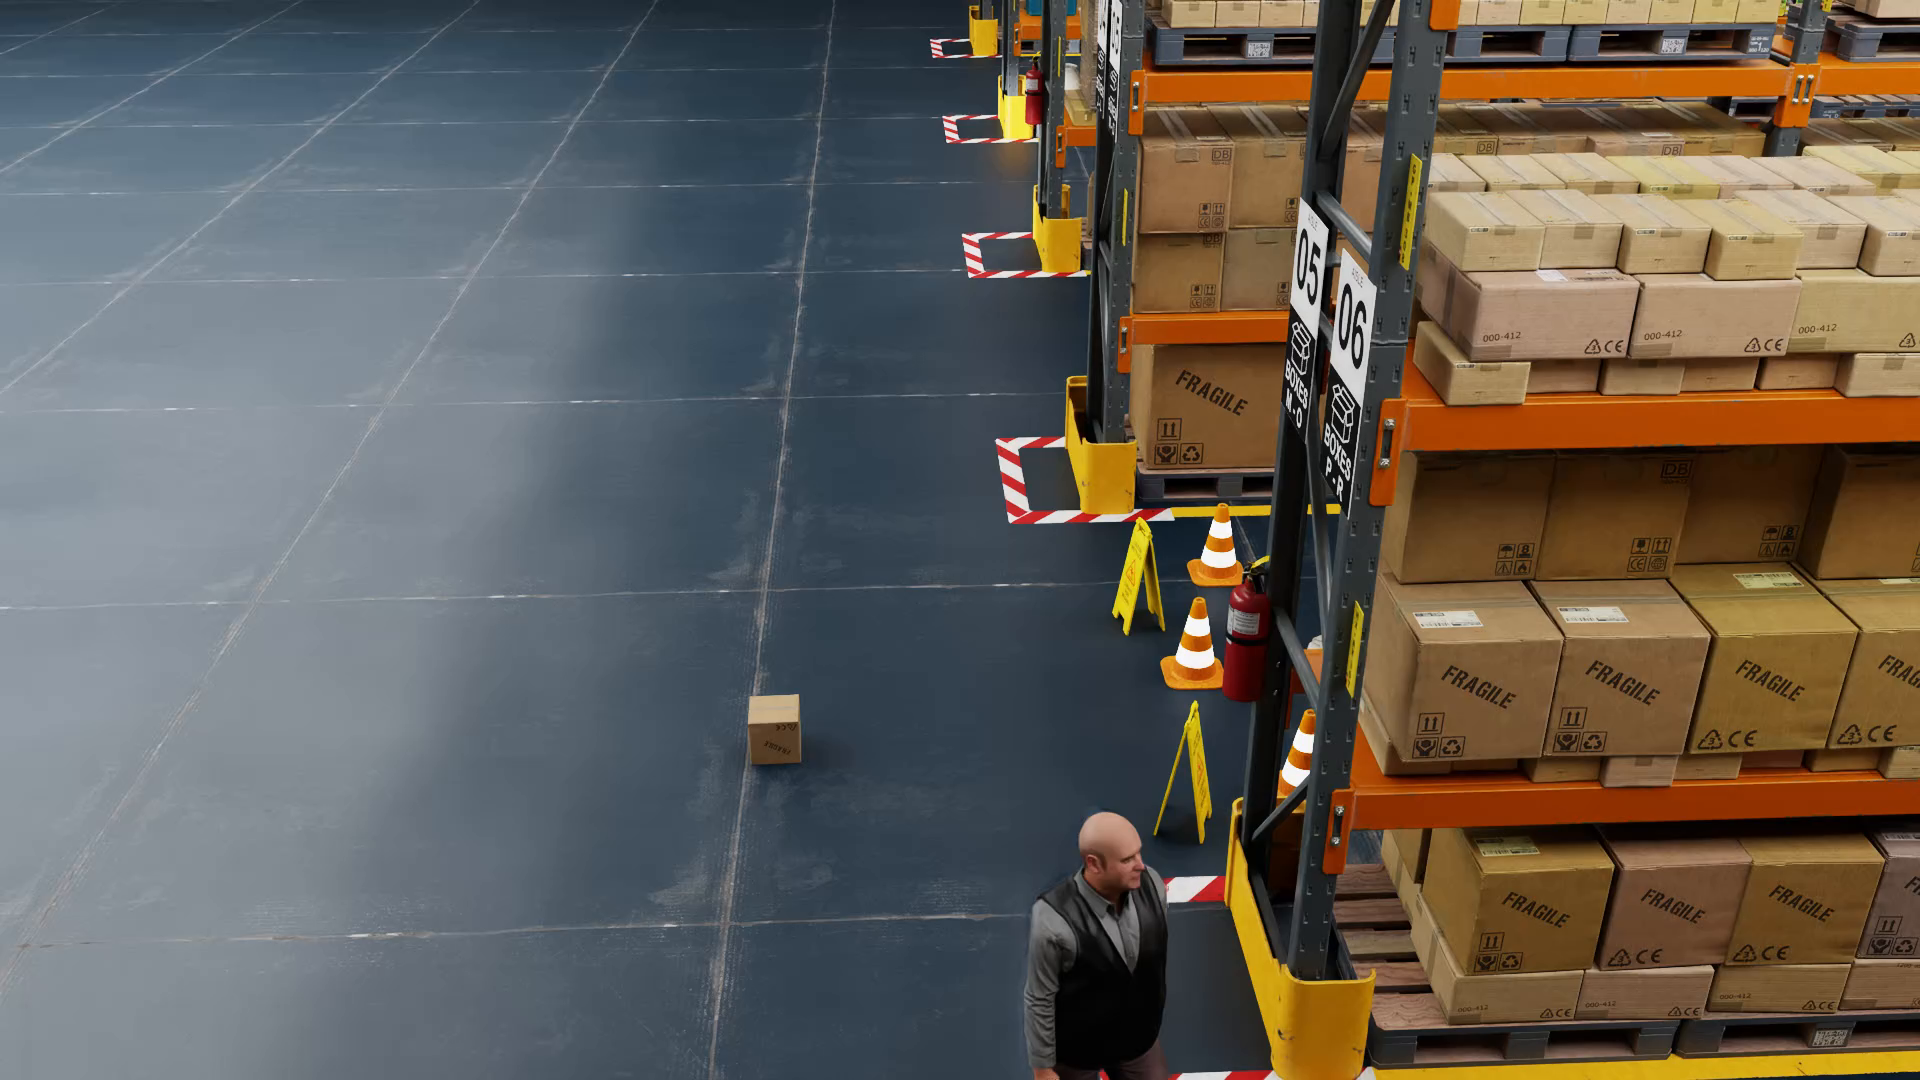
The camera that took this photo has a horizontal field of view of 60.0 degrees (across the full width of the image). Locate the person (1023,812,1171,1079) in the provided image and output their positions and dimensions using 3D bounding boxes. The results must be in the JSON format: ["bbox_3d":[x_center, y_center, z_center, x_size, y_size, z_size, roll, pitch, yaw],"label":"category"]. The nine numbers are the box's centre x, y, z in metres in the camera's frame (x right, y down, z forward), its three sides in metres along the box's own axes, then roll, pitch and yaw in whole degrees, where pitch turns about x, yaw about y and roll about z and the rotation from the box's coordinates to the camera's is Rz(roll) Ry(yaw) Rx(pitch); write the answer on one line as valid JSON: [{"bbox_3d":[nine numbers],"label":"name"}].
[{"bbox_3d":[0.460,1.672,5.435,0.573,1.776,0.518,-12,30,-22],"label":"person"}]
